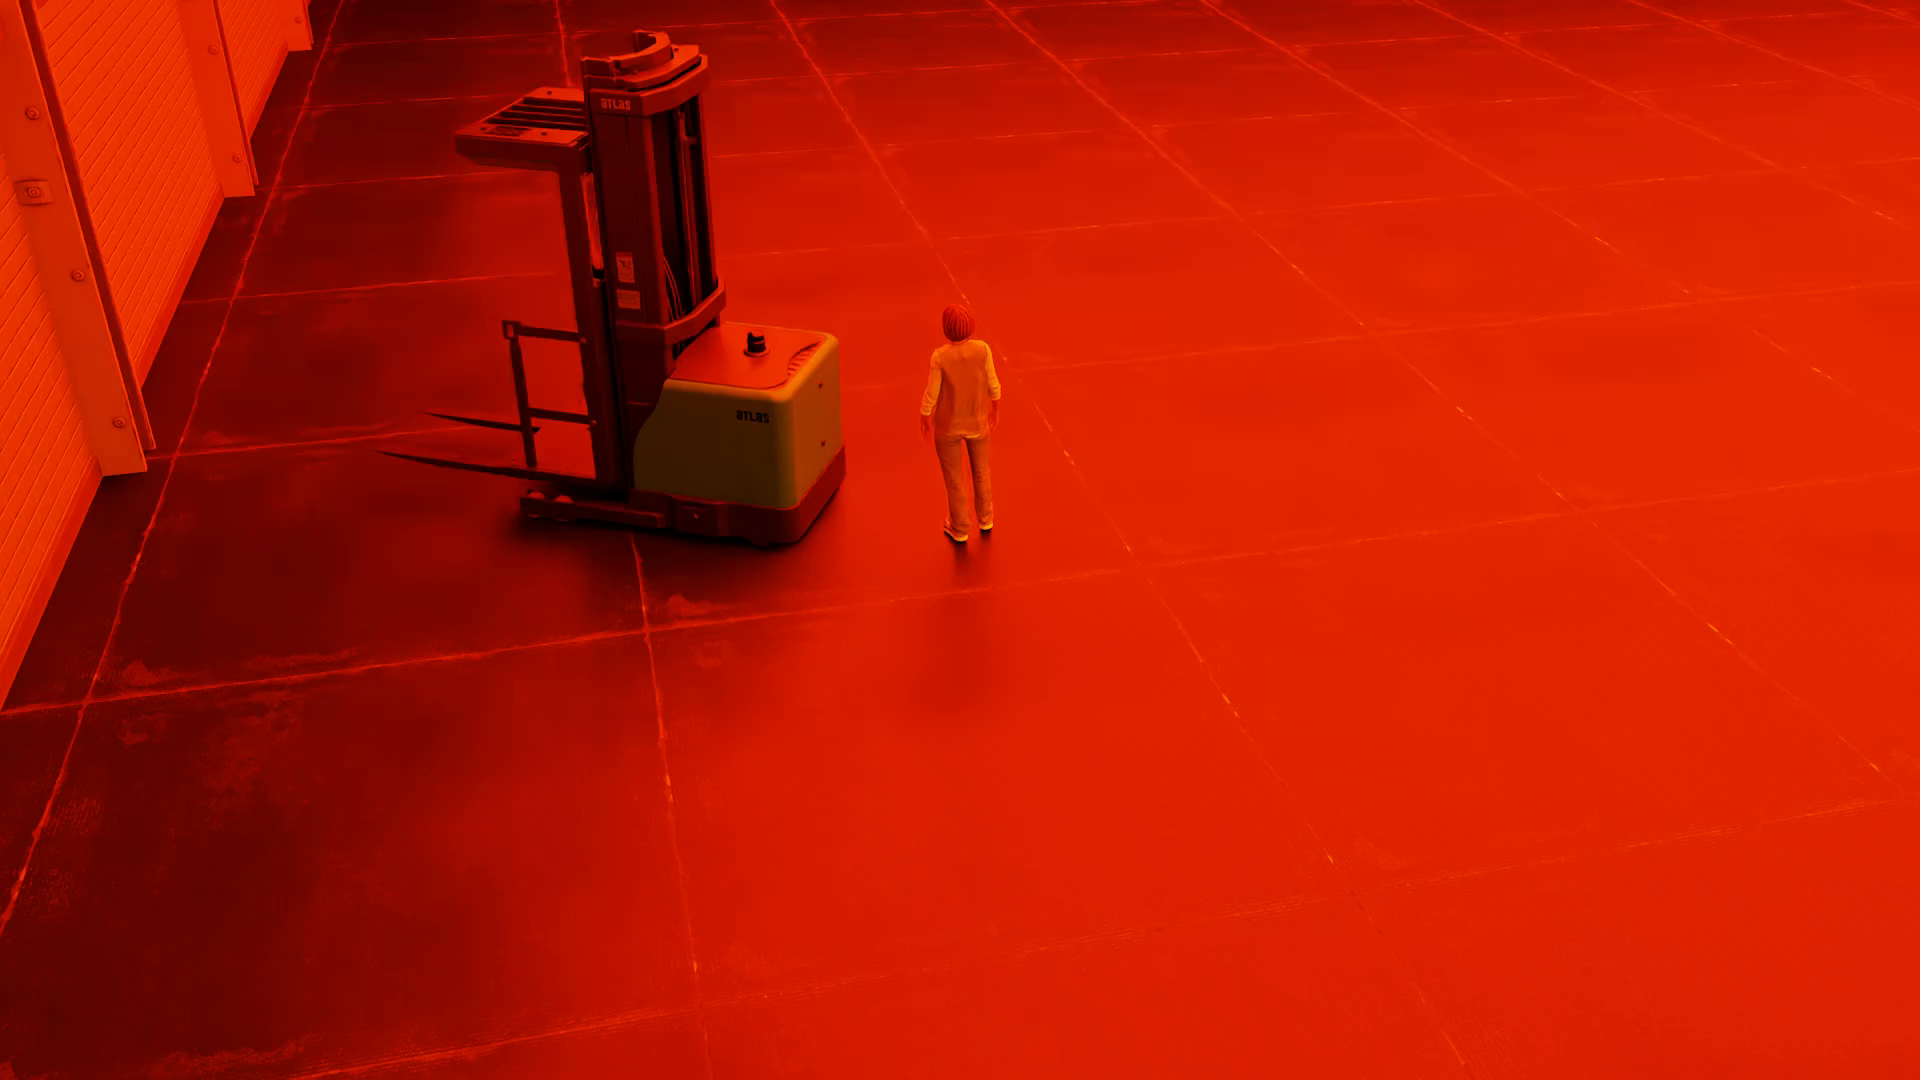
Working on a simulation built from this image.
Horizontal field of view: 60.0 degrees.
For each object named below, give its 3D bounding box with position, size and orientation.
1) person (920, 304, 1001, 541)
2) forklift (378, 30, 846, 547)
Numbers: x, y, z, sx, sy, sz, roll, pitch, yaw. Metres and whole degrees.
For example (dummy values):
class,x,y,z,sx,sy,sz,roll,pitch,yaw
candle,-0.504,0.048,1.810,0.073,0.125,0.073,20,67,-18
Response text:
class,x,y,z,sx,sy,sz,roll,pitch,yaw
person,-0.003,-0.735,10.161,0.519,1.598,0.474,-7,31,-12
forklift,-2.337,-1.630,10.390,3.031,2.935,1.130,8,31,13
